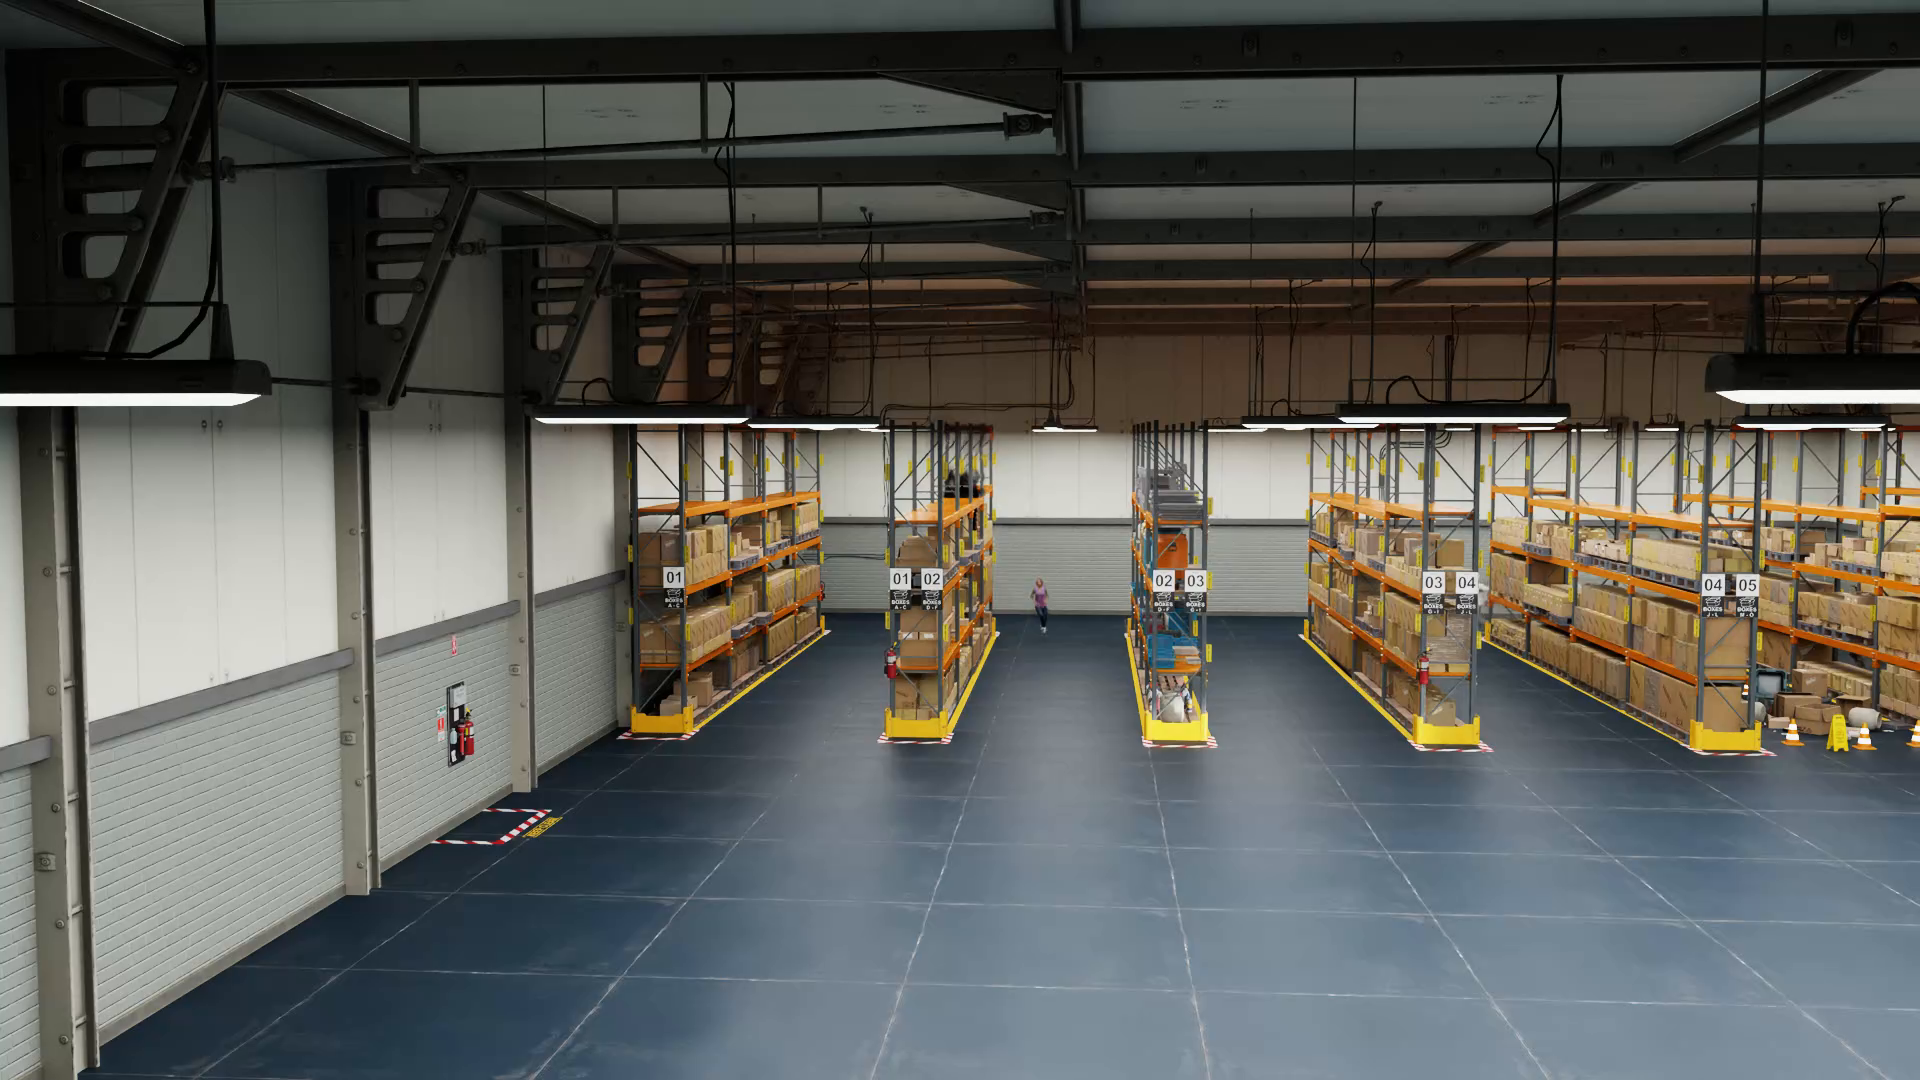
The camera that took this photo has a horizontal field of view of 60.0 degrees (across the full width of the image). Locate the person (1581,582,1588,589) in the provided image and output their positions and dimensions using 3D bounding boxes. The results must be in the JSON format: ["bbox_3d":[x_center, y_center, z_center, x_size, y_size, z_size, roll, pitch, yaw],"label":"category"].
[{"bbox_3d":[17.051,2.018,45.397,0.665,1.712,0.672,0,4,-8],"label":"person"}]

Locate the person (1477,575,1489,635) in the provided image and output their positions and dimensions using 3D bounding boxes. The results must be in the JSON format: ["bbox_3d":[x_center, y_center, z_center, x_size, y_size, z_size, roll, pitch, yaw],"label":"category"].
[{"bbox_3d":[14.702,1.859,47.250,0.870,1.789,0.713,0,4,-5],"label":"person"}]

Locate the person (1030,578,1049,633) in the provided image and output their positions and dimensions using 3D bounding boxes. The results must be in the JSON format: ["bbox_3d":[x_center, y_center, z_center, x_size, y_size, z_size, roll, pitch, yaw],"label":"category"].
[{"bbox_3d":[2.224,1.837,46.270,0.533,1.544,0.609,0,4,-6],"label":"person"}]

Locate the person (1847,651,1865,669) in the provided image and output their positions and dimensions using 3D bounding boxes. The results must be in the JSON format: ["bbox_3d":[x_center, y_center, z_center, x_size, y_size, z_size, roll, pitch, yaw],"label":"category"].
[{"bbox_3d":[21.792,2.306,40.337,0.707,1.740,0.566,0,4,-1],"label":"person"}]
